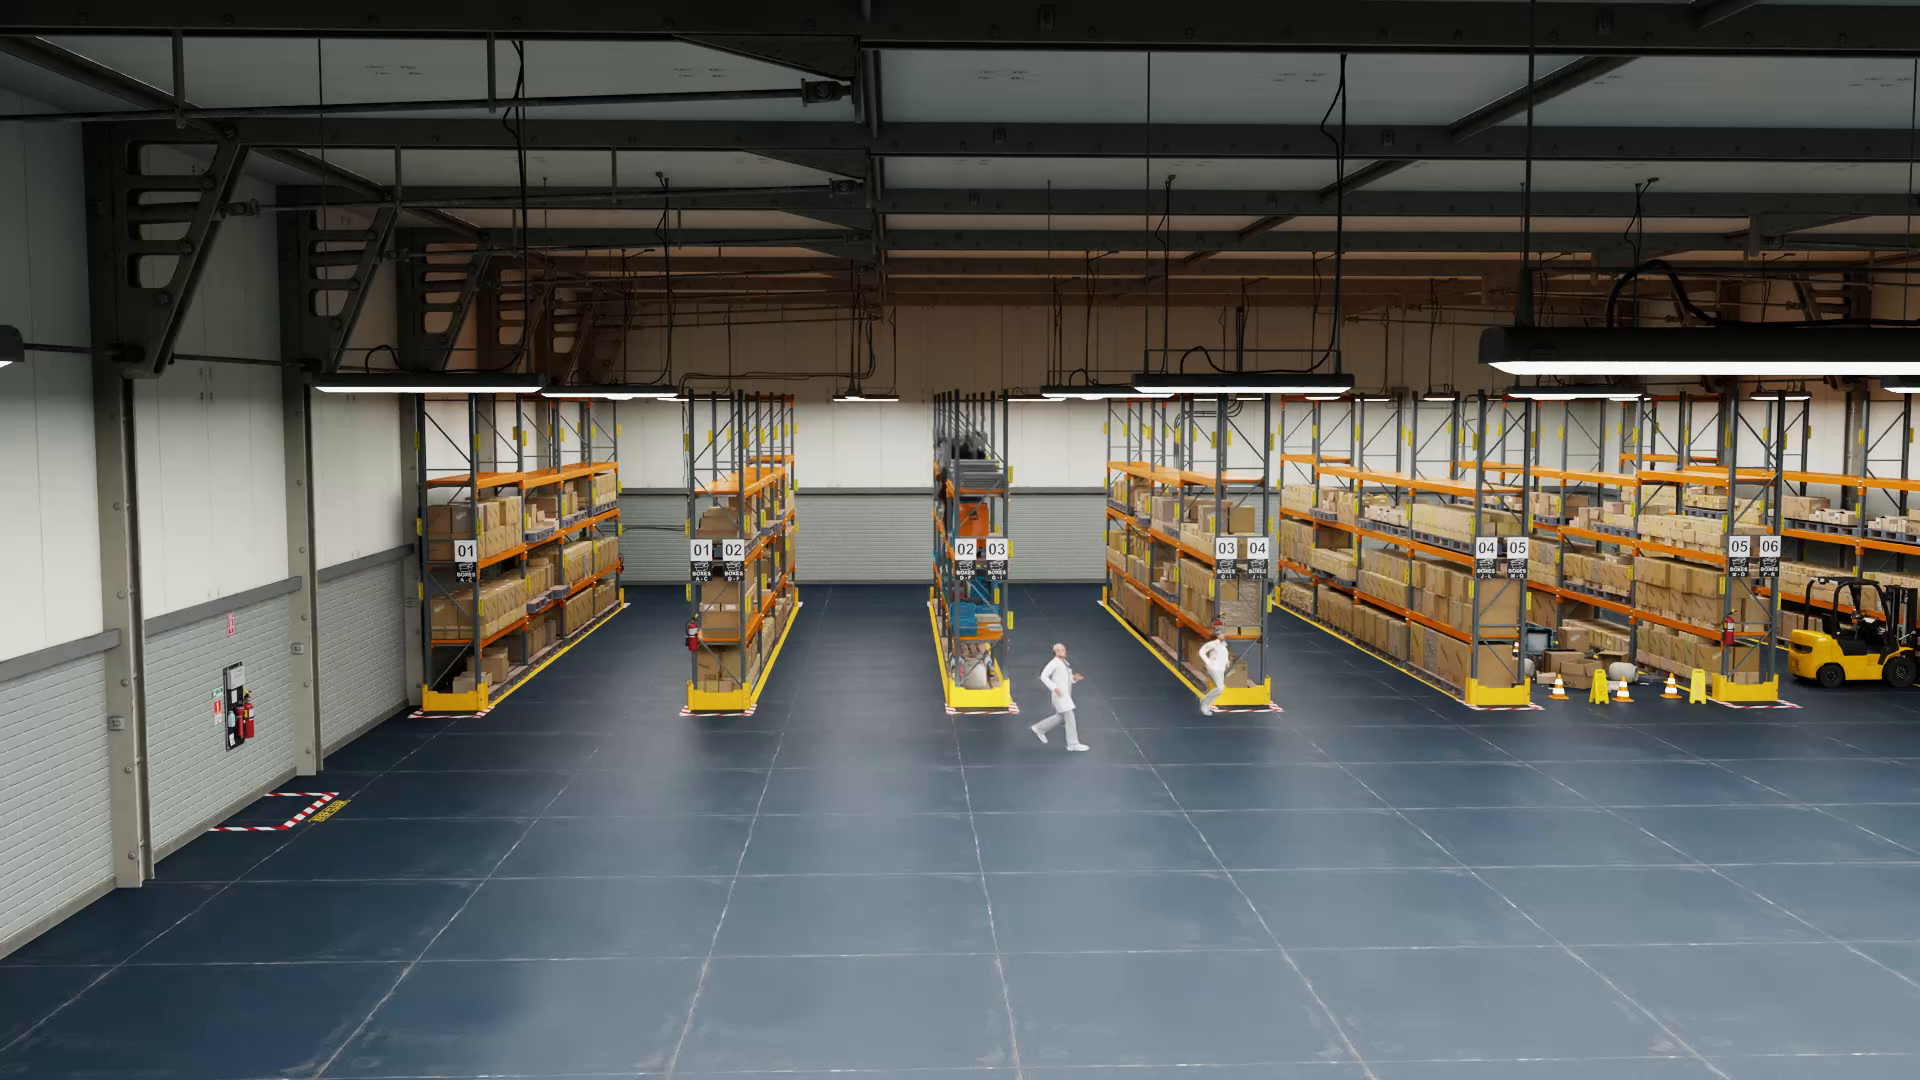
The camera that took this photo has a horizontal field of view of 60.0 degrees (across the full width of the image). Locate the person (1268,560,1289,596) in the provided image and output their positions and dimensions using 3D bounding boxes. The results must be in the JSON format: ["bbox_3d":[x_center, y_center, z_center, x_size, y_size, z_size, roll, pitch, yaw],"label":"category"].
[{"bbox_3d":[9.507,0.902,49.124,0.840,1.624,0.602,1,5,15],"label":"person"}]

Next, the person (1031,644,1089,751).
[{"bbox_3d":[1.655,2.586,27.490,1.014,1.754,0.714,2,5,19],"label":"person"}]

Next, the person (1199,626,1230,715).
[{"bbox_3d":[4.733,2.396,30.636,0.526,1.636,0.617,5,7,44],"label":"person"}]
